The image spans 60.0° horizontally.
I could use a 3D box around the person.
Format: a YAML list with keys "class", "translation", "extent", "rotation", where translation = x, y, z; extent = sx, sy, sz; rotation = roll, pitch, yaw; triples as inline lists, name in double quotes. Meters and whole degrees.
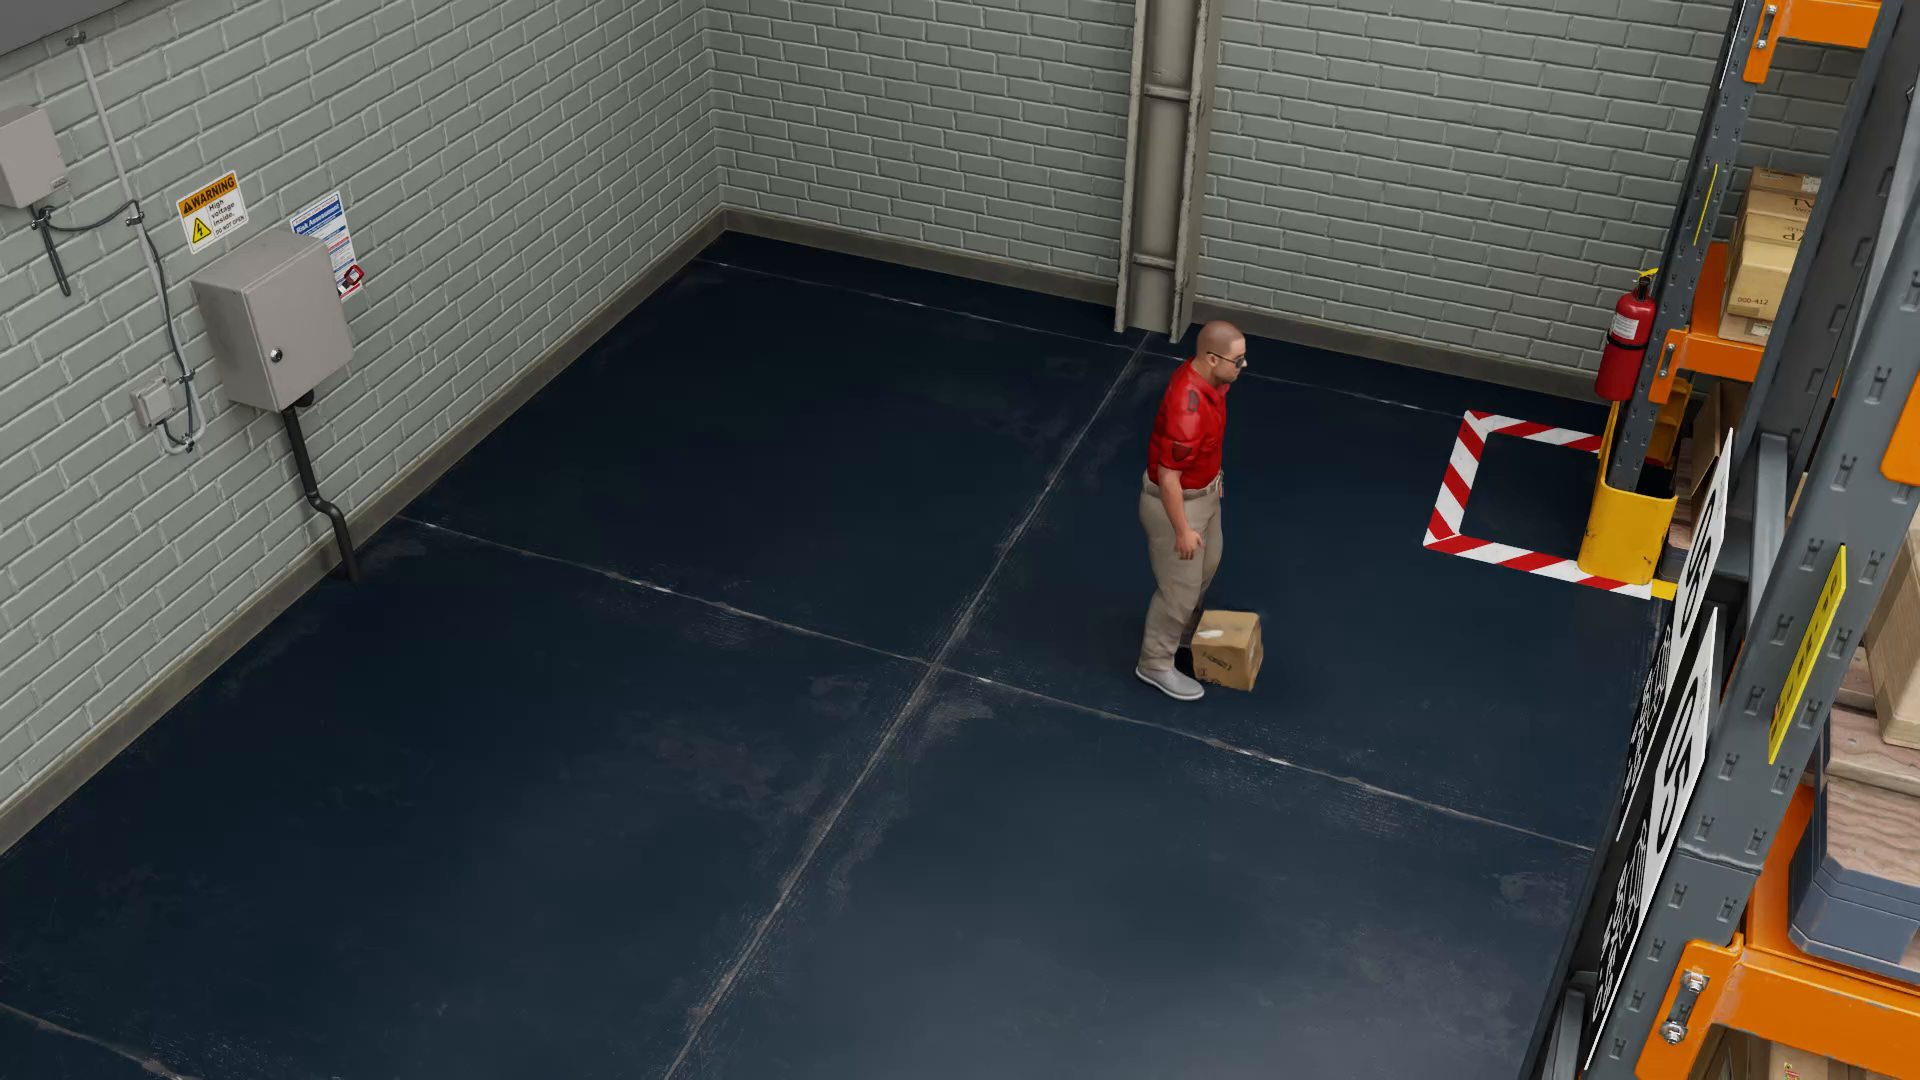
- class: "person"
  translation: [0.992, -0.156, 7.036]
  extent: [0.433, 1.727, 0.576]
  rotation: [13, 39, 16]
